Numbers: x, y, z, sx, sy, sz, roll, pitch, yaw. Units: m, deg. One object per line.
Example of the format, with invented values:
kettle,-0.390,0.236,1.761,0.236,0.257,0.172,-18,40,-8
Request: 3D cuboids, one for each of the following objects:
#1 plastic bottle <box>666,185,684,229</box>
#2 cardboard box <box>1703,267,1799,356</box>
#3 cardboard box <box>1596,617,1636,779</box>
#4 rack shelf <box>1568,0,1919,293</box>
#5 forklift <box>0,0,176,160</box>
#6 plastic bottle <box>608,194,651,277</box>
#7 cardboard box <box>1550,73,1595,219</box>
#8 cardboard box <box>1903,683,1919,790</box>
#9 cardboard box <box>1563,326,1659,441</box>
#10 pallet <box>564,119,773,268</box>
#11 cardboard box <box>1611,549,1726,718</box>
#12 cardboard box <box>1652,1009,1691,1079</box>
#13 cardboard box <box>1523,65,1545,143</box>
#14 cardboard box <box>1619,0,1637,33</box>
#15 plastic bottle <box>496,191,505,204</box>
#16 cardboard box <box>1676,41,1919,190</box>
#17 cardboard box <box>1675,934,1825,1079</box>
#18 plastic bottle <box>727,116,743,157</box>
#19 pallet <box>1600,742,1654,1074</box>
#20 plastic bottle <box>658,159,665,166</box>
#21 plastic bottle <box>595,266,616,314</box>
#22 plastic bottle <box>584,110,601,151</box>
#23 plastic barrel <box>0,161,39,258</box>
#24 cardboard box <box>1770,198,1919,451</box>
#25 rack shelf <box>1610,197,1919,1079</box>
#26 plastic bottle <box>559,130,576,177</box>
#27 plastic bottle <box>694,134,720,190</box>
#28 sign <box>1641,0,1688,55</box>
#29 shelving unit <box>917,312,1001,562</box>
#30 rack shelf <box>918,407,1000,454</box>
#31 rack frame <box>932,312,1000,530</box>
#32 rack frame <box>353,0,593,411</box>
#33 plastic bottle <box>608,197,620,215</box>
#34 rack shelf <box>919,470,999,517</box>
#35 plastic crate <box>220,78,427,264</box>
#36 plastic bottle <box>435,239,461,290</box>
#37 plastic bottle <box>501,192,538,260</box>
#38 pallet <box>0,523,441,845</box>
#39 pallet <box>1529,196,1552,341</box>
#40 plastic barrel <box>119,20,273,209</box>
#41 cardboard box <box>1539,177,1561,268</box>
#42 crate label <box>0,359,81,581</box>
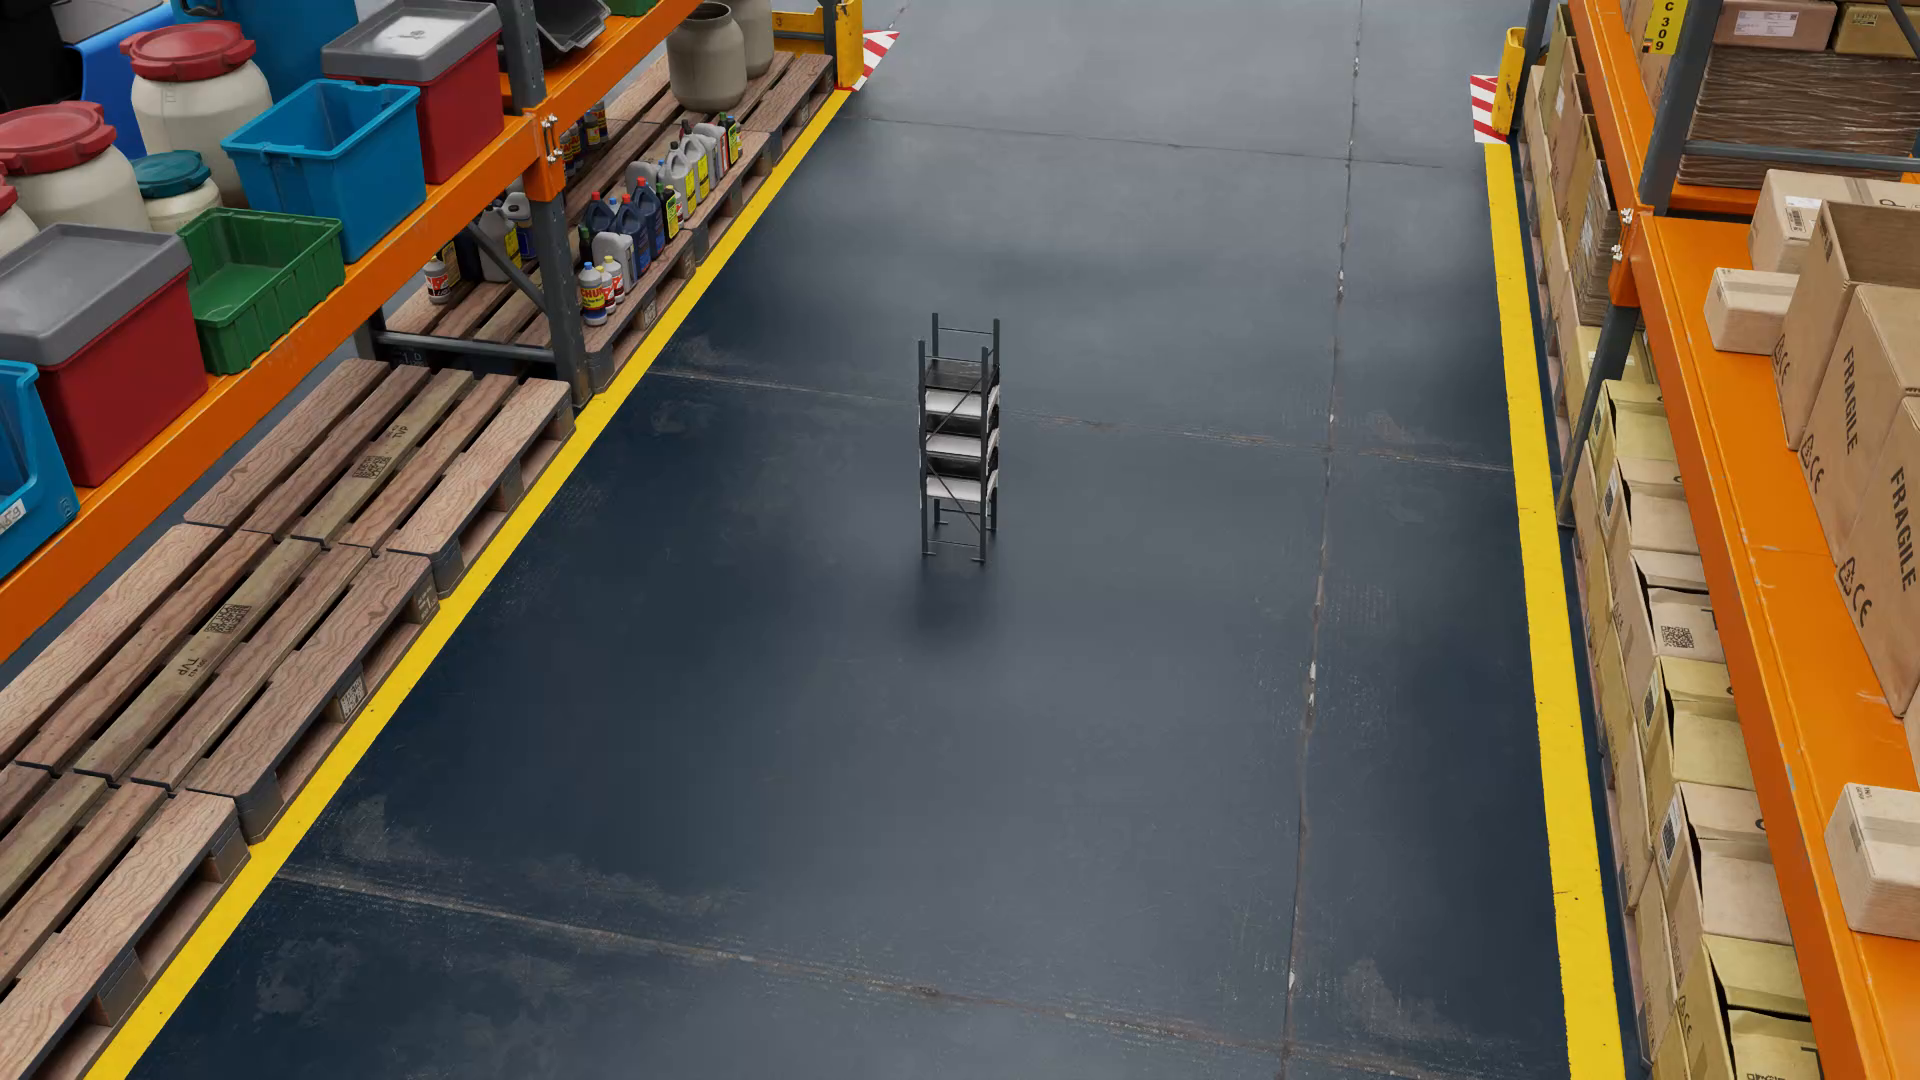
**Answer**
plastic bottle,-1.367,-1.581,7.885,0.097,0.201,0.097,0,36,0
cardboard box,2.381,-0.650,4.805,0.380,0.149,0.250,7,37,10
cardboard box,2.224,0.499,4.990,0.500,0.250,0.500,6,36,9
rack shelf,3.197,-2.090,7.190,1.077,0.370,4.000,7,37,10
forklift,-4.650,-2.230,6.829,1.130,2.935,3.031,11,37,14
plastic bottle,-1.490,-1.374,7.472,0.144,0.351,0.185,8,37,11
cardboard box,2.970,-1.749,7.453,0.500,0.500,0.500,7,37,10
cardboard box,2.133,0.422,3.325,0.380,0.149,0.250,10,37,13
cardboard box,2.656,-0.584,6.486,0.500,0.250,0.500,7,37,10
pallet,-1.625,-1.810,8.567,1.003,0.211,1.213,7,37,10
cardboard box,2.217,0.271,4.828,0.500,0.311,0.500,6,36,8
cardboard box,1.897,1.374,3.784,0.500,0.250,0.500,7,37,9
cardboard box,3.293,-2.305,8.859,0.500,0.250,0.500,7,37,10
cardboard box,3.184,-2.414,6.940,0.700,0.500,0.500,8,37,11
plastic bottle,-2.177,-1.550,7.772,0.061,0.283,0.133,10,37,13
cardboard box,2.859,-1.530,5.720,0.700,0.500,0.500,6,36,9
cardboard box,1.892,1.145,3.621,0.500,0.311,0.500,7,36,9
plastic bottle,-1.178,-2.088,8.584,0.097,0.201,0.097,0,36,0
pallet,2.393,1.023,4.658,1.003,0.211,1.213,7,37,10
plastic bottle,-1.447,-1.762,8.135,0.097,0.201,0.097,0,36,0
plastic bottle,-1.550,-1.089,7.206,0.097,0.201,0.097,0,36,0
plastic bottle,-1.927,-2.136,8.651,0.097,0.201,0.097,0,36,0
plastic barrel,-2.736,-0.723,4.576,0.433,0.535,0.433,0,36,0
cardboard box,2.478,-0.535,4.347,0.500,0.500,0.500,10,37,13
rack shelf,2.343,0.203,4.026,1.077,0.370,4.000,7,37,10
plastic bottle,-2.000,-1.970,8.362,0.097,0.271,0.097,0,36,0
plastic bottle,-1.288,-1.898,8.258,0.152,0.276,0.135,6,36,9
sign,2.228,-1.686,5.215,0.100,0.325,0.005,7,37,10
shelving unit,-0.002,-0.360,5.980,0.258,0.900,0.210,7,37,10
rack shelf,-0.002,-0.406,5.946,0.258,0.077,0.200,7,37,10
rack frame,0.020,-0.418,6.060,0.240,0.900,0.006,7,37,10
rack frame,-2.068,-1.858,6.257,1.000,3.000,0.127,7,37,10
plastic bottle,-1.577,-1.440,7.631,0.097,0.271,0.097,0,36,0
rack shelf,-0.002,-0.187,6.105,0.258,0.077,0.200,7,37,10
plastic crate,-2.000,-1.180,5.335,0.392,0.384,0.575,7,37,10
plastic bottle,-2.287,-1.253,7.363,0.061,0.283,0.133,9,37,12
plastic bottle,-2.021,-1.444,7.632,0.152,0.276,0.135,7,37,10
pallet,-2.456,0.428,5.479,1.003,0.211,1.213,7,37,10
pallet,3.239,-1.258,7.805,1.003,0.211,1.213,7,37,10
plastic barrel,-2.487,-1.392,5.498,0.433,0.535,0.433,0,36,0
cardboard box,2.971,-1.445,7.673,0.500,0.250,0.500,7,37,10
crate label,-2.446,-0.114,3.822,0.502,0.435,0.616,7,37,10
